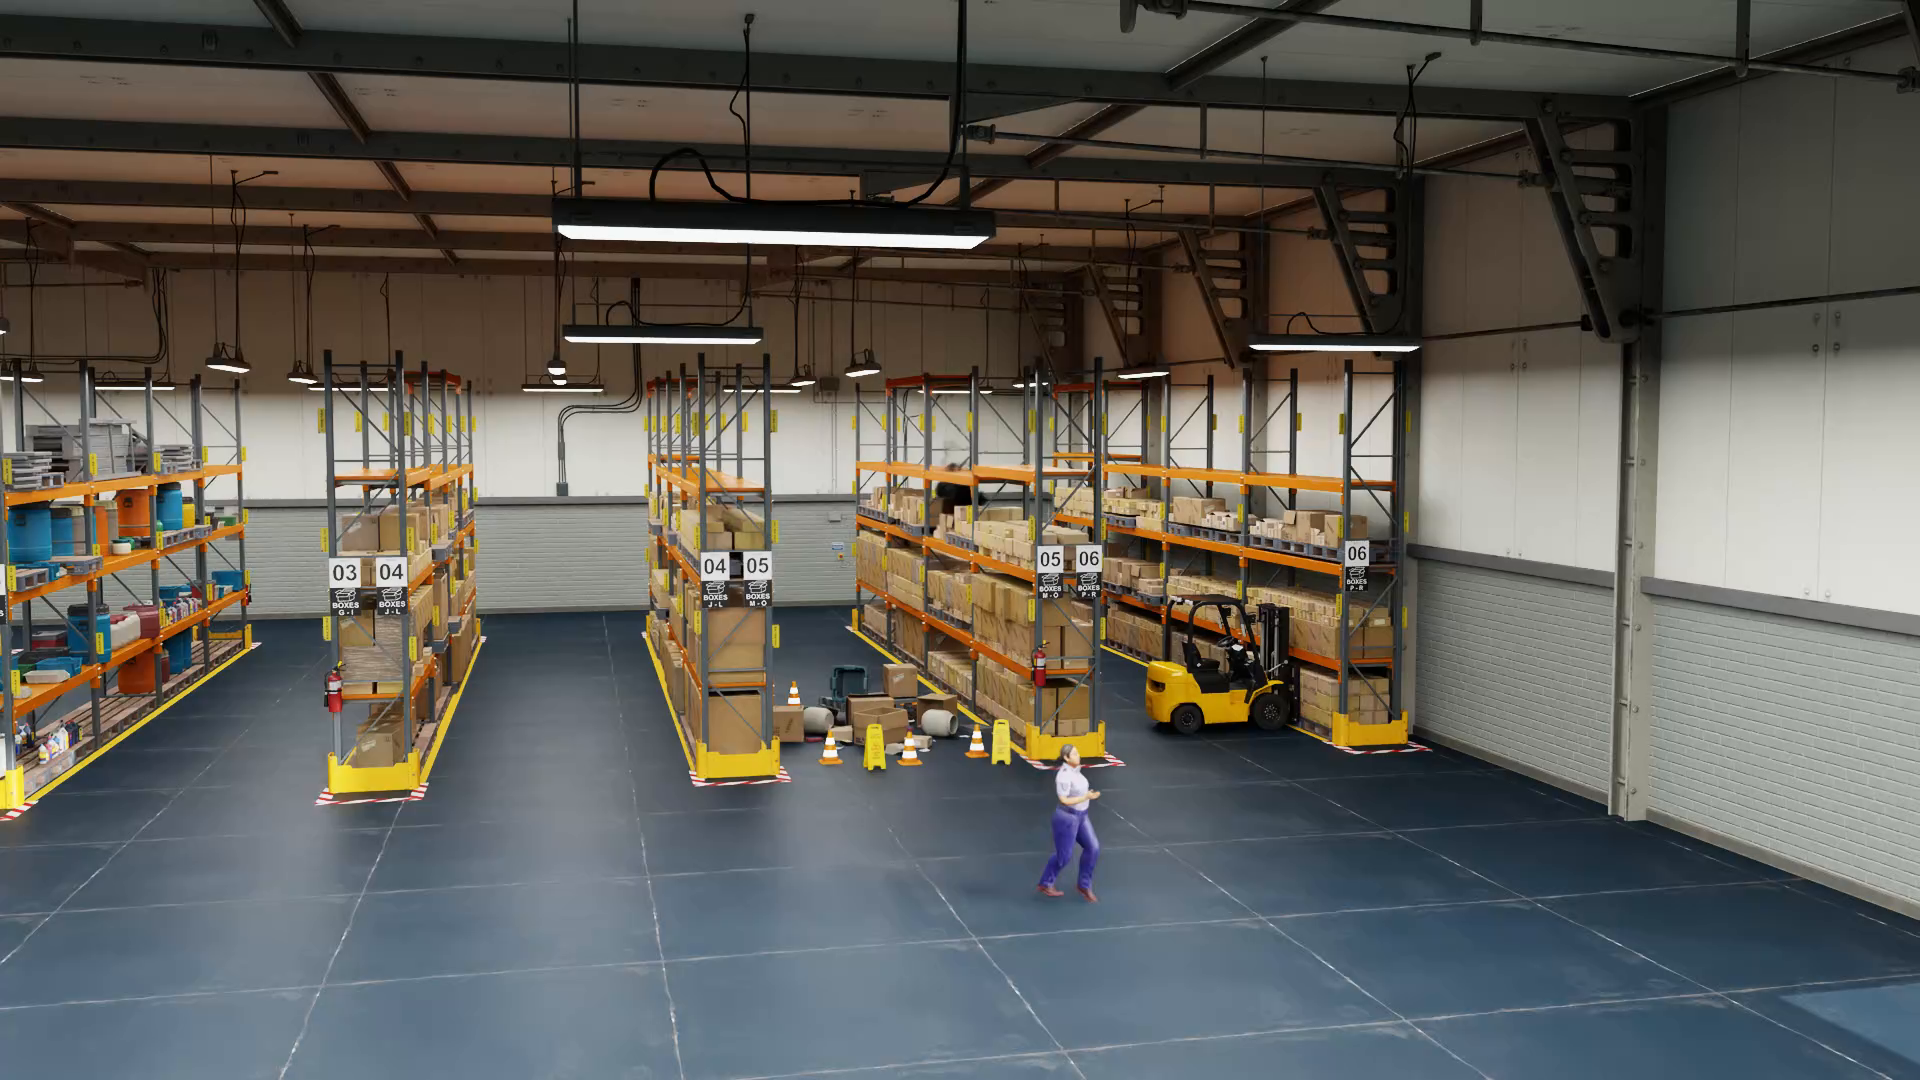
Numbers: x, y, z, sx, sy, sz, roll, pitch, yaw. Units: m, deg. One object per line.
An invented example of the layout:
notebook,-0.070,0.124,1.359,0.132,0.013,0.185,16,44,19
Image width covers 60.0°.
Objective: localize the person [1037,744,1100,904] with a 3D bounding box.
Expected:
person,1.157,2.954,17.396,0.708,1.661,0.585,2,4,27
